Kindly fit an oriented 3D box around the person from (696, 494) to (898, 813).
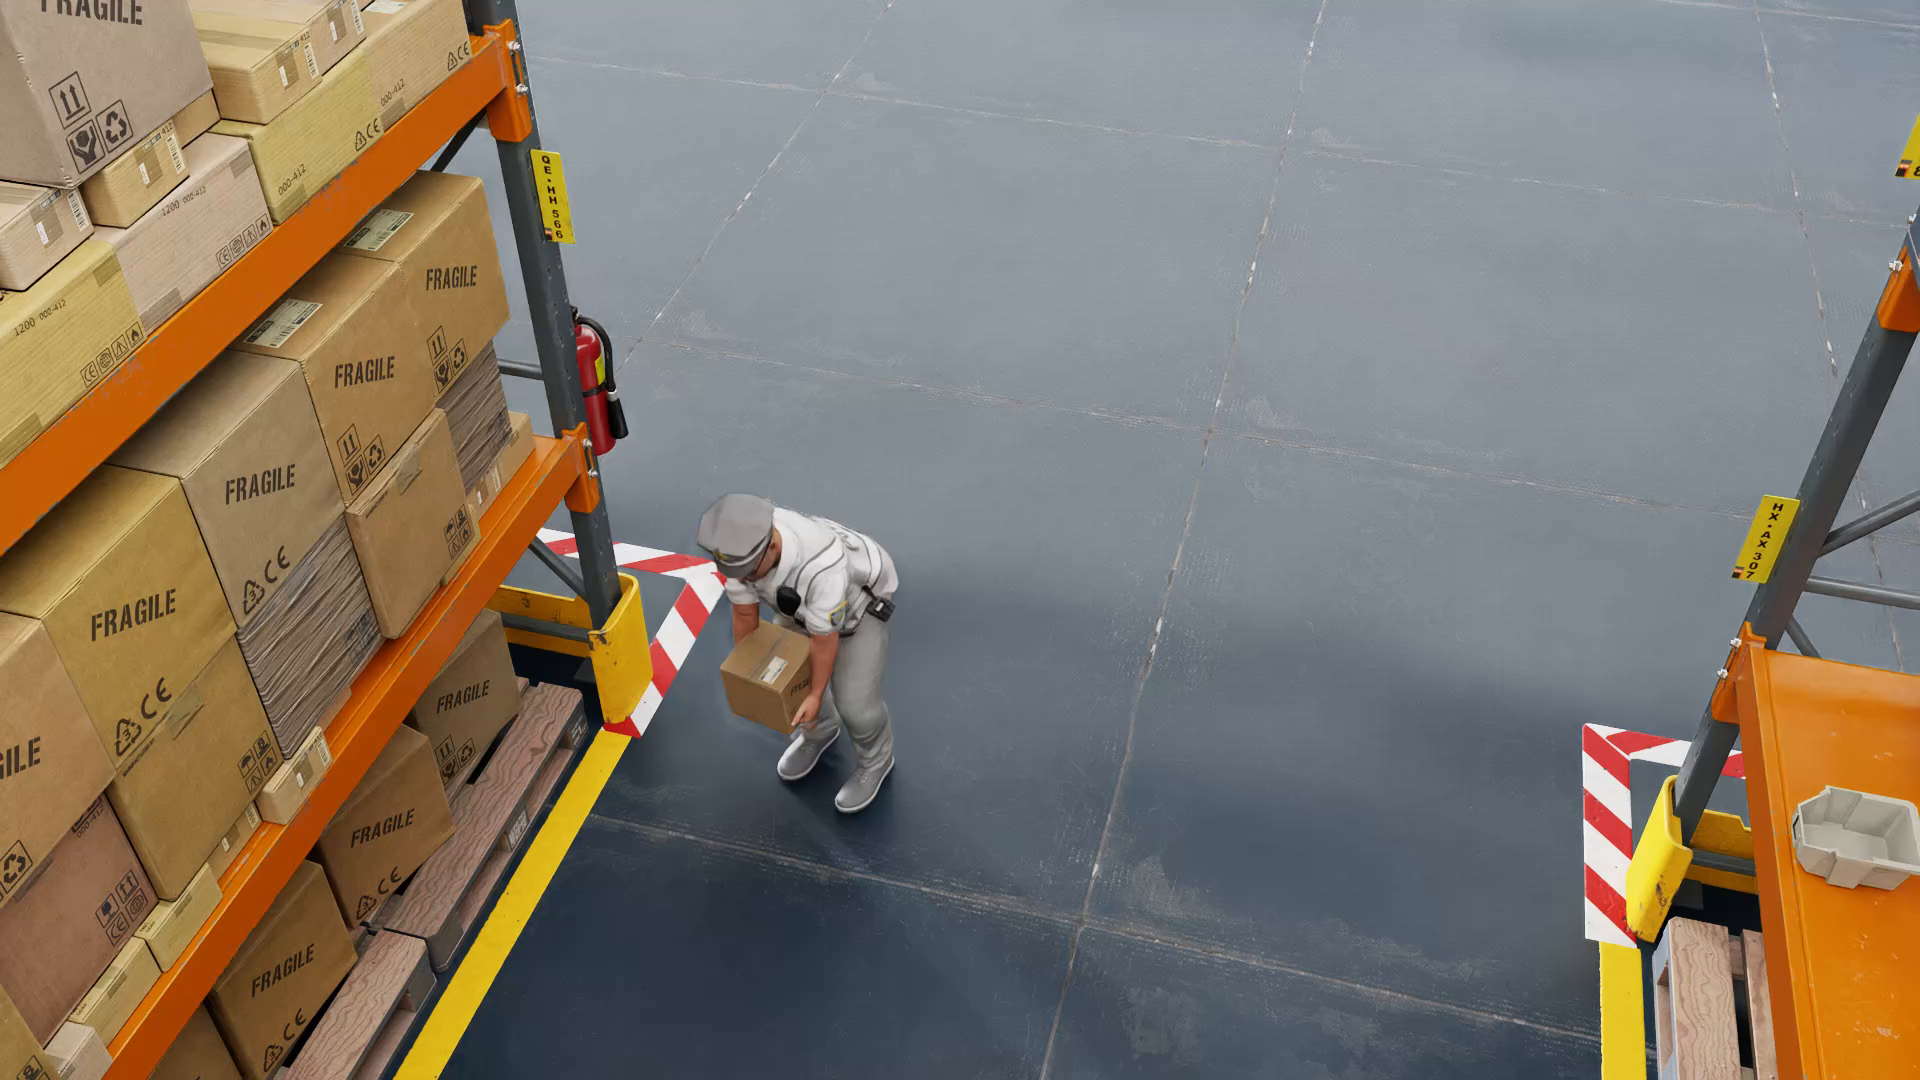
[{"bbox_3d":[-0.549,0.369,5.855,0.473,1.590,0.795,23,46,24],"label":"person"}]
